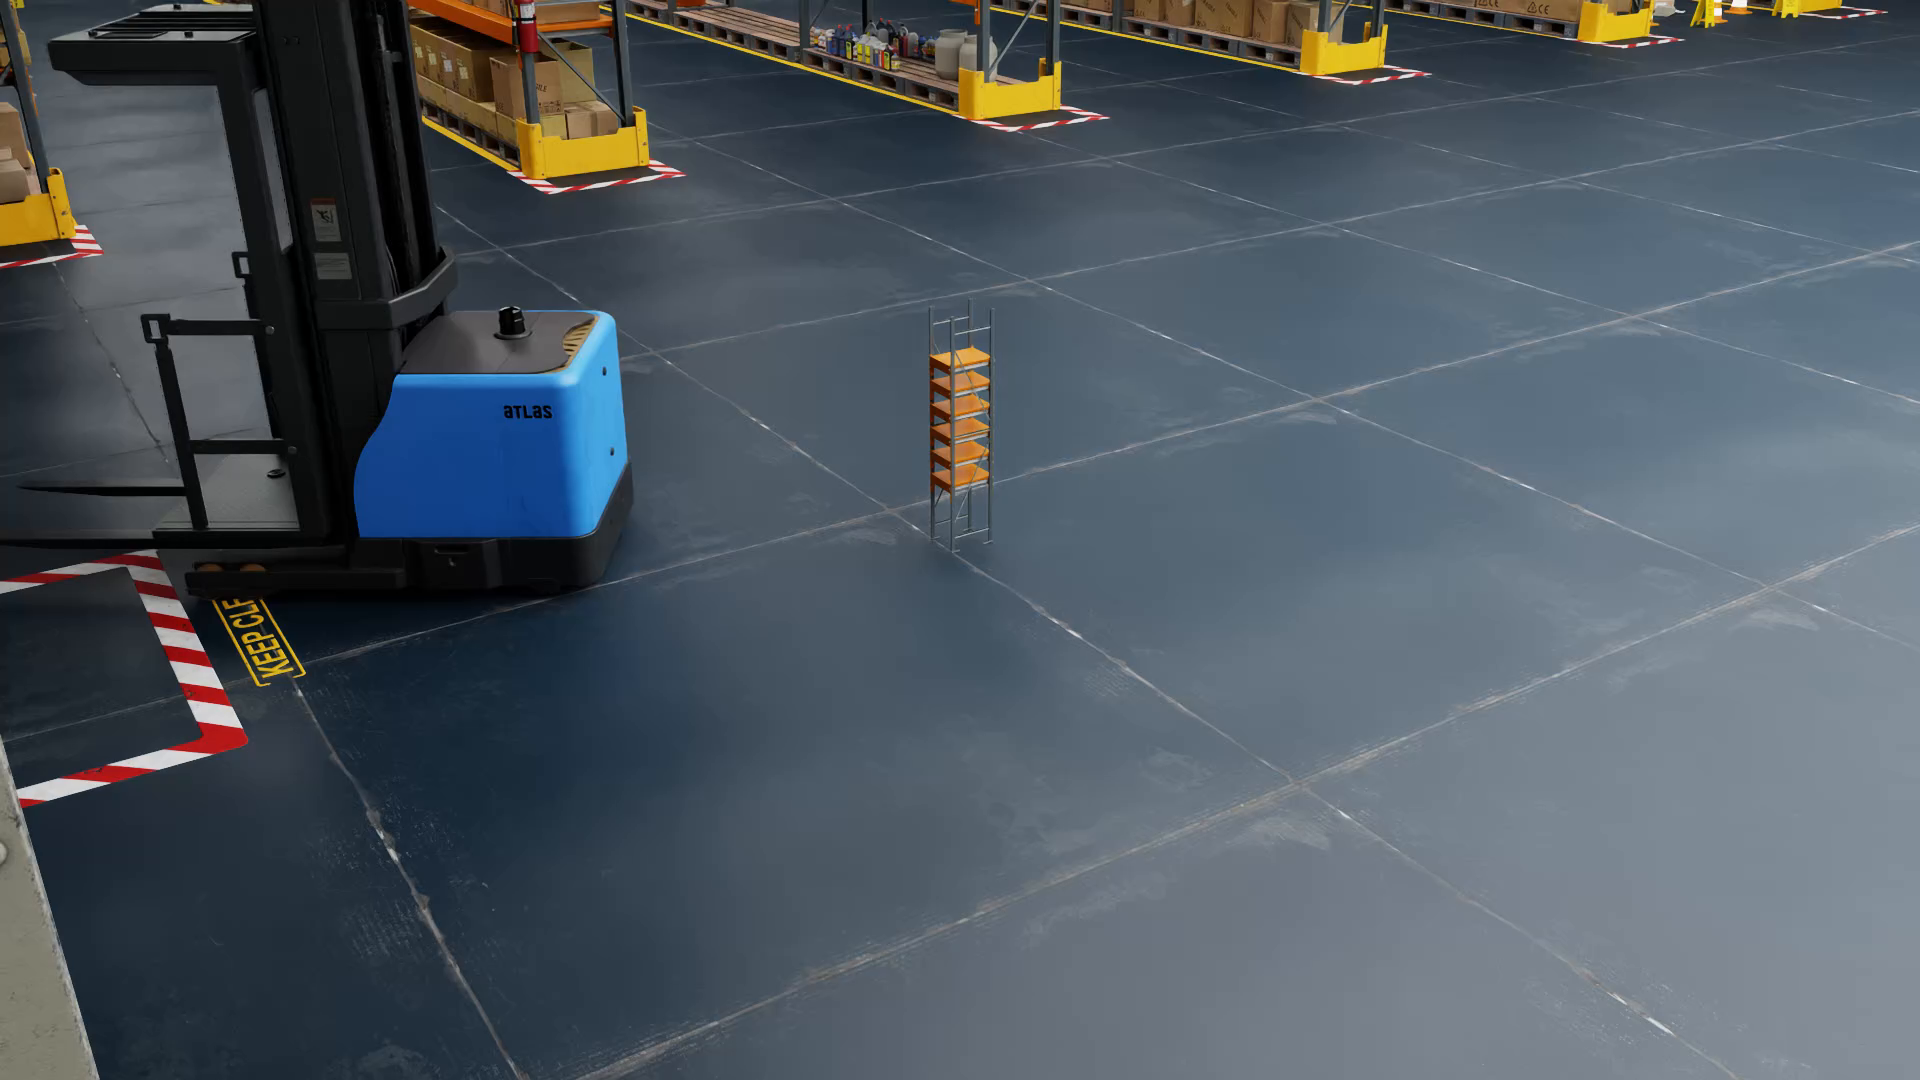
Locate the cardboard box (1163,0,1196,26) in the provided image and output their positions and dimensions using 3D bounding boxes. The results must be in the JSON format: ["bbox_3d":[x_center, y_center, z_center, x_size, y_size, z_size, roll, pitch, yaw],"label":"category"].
[{"bbox_3d":[3.095,-7.302,22.641,0.500,0.500,0.500,-6,26,-13],"label":"cardboard box"}]

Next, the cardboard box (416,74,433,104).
[{"bbox_3d":[-5.443,-4.821,17.677,0.500,0.250,0.500,-16,29,-30],"label":"cardboard box"}]

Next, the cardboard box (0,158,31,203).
[{"bbox_3d":[-7.978,-2.956,13.632,0.500,0.311,0.500,-19,32,-35],"label":"cardboard box"}]

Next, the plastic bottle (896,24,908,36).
[{"bbox_3d":[-0.684,-6.098,20.240,0.144,0.351,0.185,-16,29,-30],"label":"plastic bottle"}]

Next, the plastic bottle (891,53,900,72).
[{"bbox_3d":[-0.745,-5.501,19.153,0.097,0.201,0.097,0,25,0],"label":"plastic bottle"}]

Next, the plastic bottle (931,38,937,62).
[{"bbox_3d":[-0.290,-5.822,19.750,0.097,0.271,0.097,0,25,0],"label":"plastic bottle"}]

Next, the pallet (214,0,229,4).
[{"bbox_3d":[-11.122,-8.574,26.165,1.003,0.211,1.213,-16,29,-30],"label":"pallet"}]

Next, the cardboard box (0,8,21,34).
[{"bbox_3d":[-7.684,-4.226,12.961,0.500,0.500,0.500,-15,29,-30],"label":"cardboard box"}]

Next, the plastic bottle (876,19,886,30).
[{"bbox_3d":[-0.965,-6.282,20.631,0.144,0.351,0.185,-16,30,-31],"label":"plastic bottle"}]

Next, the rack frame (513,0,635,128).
[{"bbox_3d":[-3.527,-4.860,15.032,1.000,3.000,0.127,-16,29,-30],"label":"rack frame"}]

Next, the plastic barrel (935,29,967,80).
[{"bbox_3d":[-0.072,-5.475,18.756,0.421,0.512,0.421,0,25,0],"label":"plastic barrel"}]

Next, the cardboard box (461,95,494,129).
[{"bbox_3d":[-4.625,-4.284,16.540,0.500,0.250,0.500,-16,29,-30],"label":"cardboard box"}]

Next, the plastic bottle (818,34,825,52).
[{"bbox_3d":[-1.696,-6.125,20.473,0.097,0.201,0.097,0,25,0],"label":"plastic bottle"}]

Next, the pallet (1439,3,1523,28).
[{"bbox_3d":[7.822,-7.730,24.377,1.003,0.211,1.213,-16,29,-30],"label":"pallet"}]

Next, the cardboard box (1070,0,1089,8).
[{"bbox_3d":[2.030,-8.066,24.236,0.700,0.500,0.500,-16,29,-30],"label":"cardboard box"}]

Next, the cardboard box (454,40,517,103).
[{"bbox_3d":[-4.627,-4.622,16.379,0.500,0.500,0.500,-16,29,-30],"label":"cardboard box"}]

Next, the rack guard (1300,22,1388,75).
[{"bbox_3d":[4.734,-6.064,20.510,1.175,0.500,0.348,-16,29,-30],"label":"rack guard"}]

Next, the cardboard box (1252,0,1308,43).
[{"bbox_3d":[4.093,-6.660,21.280,0.500,0.500,0.500,-8,26,-16],"label":"cardboard box"}]

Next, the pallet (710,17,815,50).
[{"bbox_3d":[-2.690,-6.891,22.601,1.003,0.211,1.213,-16,29,-30],"label":"pallet"}]

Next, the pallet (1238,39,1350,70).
[{"bbox_3d":[4.320,-6.232,21.205,1.003,0.211,1.213,-16,29,-30],"label":"pallet"}]

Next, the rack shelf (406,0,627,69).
[{"bbox_3d":[-4.619,-5.250,16.700,1.077,0.370,4.000,-16,29,-30],"label":"rack shelf"}]

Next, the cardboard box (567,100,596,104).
[{"bbox_3d":[-3.909,-4.228,16.422,0.500,0.250,0.500,-16,29,-30],"label":"cardboard box"}]

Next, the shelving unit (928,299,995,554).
[{"bbox_3d":[0.008,-0.537,7.983,0.258,1.200,0.189,-16,29,-30],"label":"shelving unit"}]

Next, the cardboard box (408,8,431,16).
[{"bbox_3d":[-6.568,-6.246,20.040,0.500,0.311,0.500,-15,29,-28],"label":"cardboard box"}]

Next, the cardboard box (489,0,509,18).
[{"bbox_3d":[-4.062,-5.262,15.766,0.700,0.500,0.500,-15,29,-28],"label":"cardboard box"}]

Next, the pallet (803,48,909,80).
[{"bbox_3d":[-1.227,-5.933,20.570,1.003,0.211,1.213,-16,29,-30],"label":"pallet"}]

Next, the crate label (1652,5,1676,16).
[{"bbox_3d":[10.537,-7.922,24.871,0.298,0.136,0.250,12,28,24],"label":"crate label"}]

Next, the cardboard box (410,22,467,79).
[{"bbox_3d":[-5.440,-5.161,17.519,0.500,0.500,0.500,-16,29,-30],"label":"cardboard box"}]

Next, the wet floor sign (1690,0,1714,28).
[{"bbox_3d":[10.661,-7.674,23.749,0.267,0.644,0.232,-22,33,-38],"label":"wet floor sign"}]

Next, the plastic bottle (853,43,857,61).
[{"bbox_3d":[-1.227,-5.818,19.823,0.097,0.201,0.097,0,25,0],"label":"plastic bottle"}]

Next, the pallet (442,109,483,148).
[{"bbox_3d":[-4.641,-4.299,17.109,1.003,0.211,1.213,-16,29,-30],"label":"pallet"}]

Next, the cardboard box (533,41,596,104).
[{"bbox_3d":[-3.908,-4.568,16.263,0.500,0.500,0.500,-16,29,-30],"label":"cardboard box"}]

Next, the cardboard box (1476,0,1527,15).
[{"bbox_3d":[8.078,-8.058,23.802,0.875,0.875,0.875,-16,30,-30],"label":"cardboard box"}]

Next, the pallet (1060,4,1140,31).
[{"bbox_3d":[2.165,-7.615,24.134,1.003,0.211,1.213,-16,29,-30],"label":"pallet"}]

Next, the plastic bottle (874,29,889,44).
[{"bbox_3d":[-0.971,-6.136,20.409,0.152,0.276,0.135,-16,29,-30],"label":"plastic bottle"}]

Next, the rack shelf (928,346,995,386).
[{"bbox_3d":[0.008,-0.823,7.848,0.258,0.103,0.180,-16,29,-30],"label":"rack shelf"}]

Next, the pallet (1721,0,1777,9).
[{"bbox_3d":[12.623,-8.542,26.097,1.003,0.211,1.213,-16,29,-30],"label":"pallet"}]

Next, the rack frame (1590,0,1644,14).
[{"bbox_3d":[8.986,-8.287,22.291,1.000,3.000,0.127,-16,29,-30],"label":"rack frame"}]

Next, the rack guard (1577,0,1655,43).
[{"bbox_3d":[8.999,-7.148,22.806,1.175,0.500,0.348,-16,29,-30],"label":"rack guard"}]

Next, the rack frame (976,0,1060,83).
[{"bbox_3d":[0.625,-6.013,17.474,1.000,3.000,0.127,-16,29,-30],"label":"rack frame"}]

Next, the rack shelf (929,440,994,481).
[{"bbox_3d":[0.008,-0.389,8.053,0.258,0.103,0.180,-16,29,-30],"label":"rack shelf"}]

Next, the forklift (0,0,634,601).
[{"bbox_3d":[-3.178,-1.273,7.513,3.031,2.935,1.130,0,25,0],"label":"forklift"}]

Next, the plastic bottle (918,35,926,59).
[{"bbox_3d":[-0.456,-5.930,19.979,0.097,0.271,0.097,0,25,0],"label":"plastic bottle"}]

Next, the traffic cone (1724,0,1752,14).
[{"bbox_3d":[11.763,-8.183,25.042,0.336,0.463,0.334,-16,29,-30],"label":"traffic cone"}]

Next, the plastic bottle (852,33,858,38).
[{"bbox_3d":[-1.285,-6.000,20.126,0.097,0.271,0.097,0,25,0],"label":"plastic bottle"}]

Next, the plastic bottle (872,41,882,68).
[{"bbox_3d":[-0.935,-5.681,19.446,0.152,0.276,0.135,-16,30,-31],"label":"plastic bottle"}]

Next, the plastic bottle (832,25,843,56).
[{"bbox_3d":[-1.465,-6.059,20.160,0.144,0.351,0.185,-15,29,-28],"label":"plastic bottle"}]

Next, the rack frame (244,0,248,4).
[{"bbox_3d":[-10.078,-9.152,24.124,1.000,3.000,0.127,-16,29,-30],"label":"rack frame"}]
